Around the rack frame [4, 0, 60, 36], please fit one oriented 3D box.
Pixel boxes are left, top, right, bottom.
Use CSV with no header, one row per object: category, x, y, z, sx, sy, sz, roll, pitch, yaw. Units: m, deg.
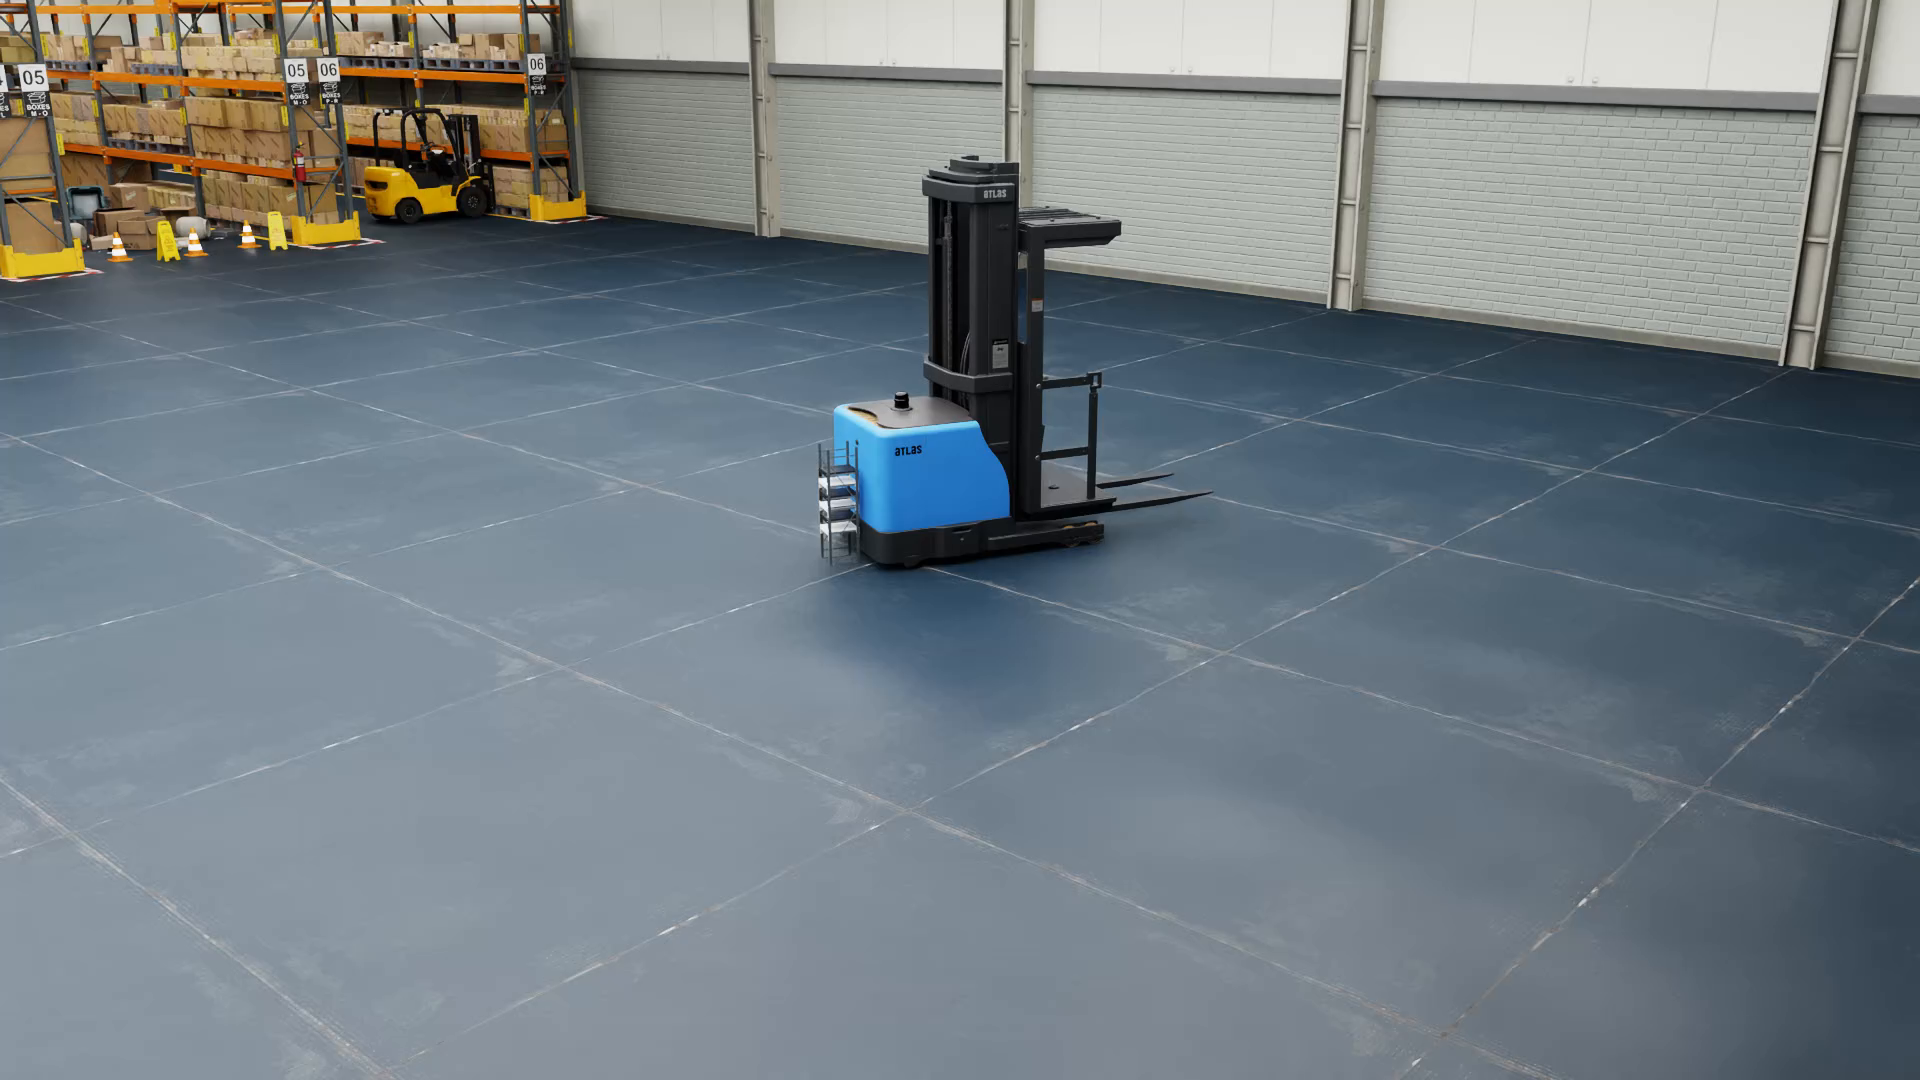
rack frame,-20.401,-12.105,36.377,0.127,3.000,1.000,15,23,39

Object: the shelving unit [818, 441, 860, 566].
shelving unit,-0.908,-0.275,12.490,0.258,0.900,0.210,-7,19,-21

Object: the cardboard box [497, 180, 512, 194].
cardboard box,-9.073,-7.218,33.921,0.500,0.250,0.500,15,23,39

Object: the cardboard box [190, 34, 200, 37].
cardboard box,-18.795,-12.460,41.387,0.500,0.250,0.500,16,24,41

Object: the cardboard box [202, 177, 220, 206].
cardboard box,-14.155,-6.707,31.897,0.500,0.500,0.500,16,24,42

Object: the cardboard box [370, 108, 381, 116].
cardboard box,-12.753,-9.424,36.609,0.250,0.149,0.380,14,23,38

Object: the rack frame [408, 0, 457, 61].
rack frame,-11.125,-11.622,34.857,0.127,3.000,1.000,15,23,39

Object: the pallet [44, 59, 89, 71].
pallet,-18.764,-10.123,35.404,1.213,0.211,1.003,16,24,42

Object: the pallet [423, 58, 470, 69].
pallet,-10.470,-9.985,34.803,1.213,0.211,1.003,15,23,39

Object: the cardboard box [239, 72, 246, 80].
cardboard box,-12.817,-8.418,30.134,0.250,0.149,0.380,14,22,38

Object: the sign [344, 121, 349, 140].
sign,-11.065,-7.371,29.949,0.005,0.325,0.100,15,23,39

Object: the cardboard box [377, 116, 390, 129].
cardboard box,-12.430,-9.176,36.488,0.500,0.250,0.500,16,23,40

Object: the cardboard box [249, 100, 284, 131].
cardboard box,-12.326,-7.658,29.975,0.500,0.500,0.700,15,23,40

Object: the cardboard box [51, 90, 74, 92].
cardboard box,-19.900,-9.737,37.015,0.500,0.500,0.500,16,24,41

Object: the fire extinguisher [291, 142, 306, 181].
fire extinguisher,-11.646,-6.672,29.304,0.183,0.674,0.296,15,23,39

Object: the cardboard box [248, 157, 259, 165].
cardboard box,-12.850,-6.984,30.574,0.250,0.149,0.380,15,23,39

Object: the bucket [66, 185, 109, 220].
bucket,-15.995,-6.157,30.454,0.726,0.611,0.620,-9,10,-27

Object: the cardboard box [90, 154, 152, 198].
cardboard box,-17.870,-7.787,35.508,0.875,0.875,0.875,15,23,39

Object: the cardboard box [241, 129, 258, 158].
cardboard box,-12.758,-7.275,30.419,0.500,0.500,0.500,15,23,39

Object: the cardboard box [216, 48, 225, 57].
cardboard box,-13.388,-8.943,30.470,0.250,0.149,0.380,15,23,38

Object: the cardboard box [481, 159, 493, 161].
cardboard box,-10.240,-7.976,35.482,0.500,0.250,0.500,15,23,38

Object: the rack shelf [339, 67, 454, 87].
rack shelf,-12.621,-10.251,36.685,4.000,0.370,1.077,15,23,39

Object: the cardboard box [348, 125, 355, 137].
cardboard box,-13.575,-9.248,37.541,0.500,0.250,0.500,14,23,38

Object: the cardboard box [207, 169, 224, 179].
cardboard box,-14.101,-6.977,31.677,0.250,0.149,0.380,15,23,40

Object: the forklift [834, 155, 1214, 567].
forklift,0.569,-1.478,12.923,3.031,2.935,1.130,-8,19,-24

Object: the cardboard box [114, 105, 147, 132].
cardboard box,-16.832,-8.586,33.856,0.500,0.500,0.500,17,24,42

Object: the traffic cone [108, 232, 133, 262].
traffic cone,-14.090,-4.914,27.832,0.334,0.463,0.336,15,23,39

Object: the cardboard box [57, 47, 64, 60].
cardboard box,-18.671,-10.205,34.879,0.258,0.266,0.396,14,23,38

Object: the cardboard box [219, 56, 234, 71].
cardboard box,-13.133,-8.683,30.310,0.500,0.250,0.500,15,23,40

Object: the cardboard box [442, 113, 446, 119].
cardboard box,-10.653,-8.899,34.954,0.250,0.149,0.380,15,23,39

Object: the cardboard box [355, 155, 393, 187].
cardboard box,-13.166,-8.377,37.779,0.625,0.625,0.875,16,24,41

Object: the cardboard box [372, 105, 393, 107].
cardboard box,-13.086,-9.777,37.722,0.250,0.149,0.380,14,23,38

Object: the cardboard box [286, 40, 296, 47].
cardboard box,-15.351,-11.469,38.428,0.250,0.149,0.380,14,23,38

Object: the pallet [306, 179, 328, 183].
pallet,-14.650,-8.395,39.216,1.213,0.211,1.003,15,23,39

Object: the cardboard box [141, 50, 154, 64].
cardboard box,-15.706,-9.487,32.642,0.500,0.250,0.500,15,23,40

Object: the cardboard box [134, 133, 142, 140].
cardboard box,-16.502,-8.195,33.696,0.380,0.149,0.250,-17,24,-42

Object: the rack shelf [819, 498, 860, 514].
rack shelf,-0.908,-0.243,12.500,0.258,0.077,0.200,-7,19,-21

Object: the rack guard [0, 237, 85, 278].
rack guard,-14.618,-4.499,26.463,0.348,0.500,1.175,15,23,39

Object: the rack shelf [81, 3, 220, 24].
rack shelf,-15.913,-10.367,32.751,4.000,0.370,1.077,15,23,39

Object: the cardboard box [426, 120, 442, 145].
cardboard box,-10.967,-8.662,35.283,0.500,0.500,0.500,14,22,38

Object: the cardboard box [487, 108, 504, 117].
cardboard box,-9.365,-8.666,33.728,0.250,0.149,0.380,16,23,41

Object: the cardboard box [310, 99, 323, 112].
cardboard box,-15.461,-10.101,39.117,0.637,0.503,0.797,14,23,38

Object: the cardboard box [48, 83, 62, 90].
cardboard box,-20.465,-10.201,37.405,0.250,0.149,0.380,15,23,38

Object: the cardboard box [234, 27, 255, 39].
cardboard box,-17.115,-12.127,39.784,0.258,0.266,0.396,15,23,39

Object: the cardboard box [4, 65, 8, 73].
cardboard box,-14.870,-7.446,26.212,0.250,0.149,0.380,15,23,40

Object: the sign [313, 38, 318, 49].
sign,-14.479,-11.120,37.378,0.005,0.325,0.100,15,23,39

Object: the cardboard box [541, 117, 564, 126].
cardboard box,-8.215,-8.443,33.520,0.250,0.149,0.380,14,23,38

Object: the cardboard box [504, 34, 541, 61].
cardboard box,-8.626,-9.719,32.793,0.500,0.500,0.500,16,24,41

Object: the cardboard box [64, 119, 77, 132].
cardboard box,-18.722,-8.849,35.458,0.500,0.250,0.500,14,23,38

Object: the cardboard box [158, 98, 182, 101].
cardboard box,-15.998,-8.876,33.699,0.250,0.149,0.380,14,22,37

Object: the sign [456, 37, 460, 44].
sign,-10.758,-10.603,35.617,0.005,0.325,0.100,15,23,39

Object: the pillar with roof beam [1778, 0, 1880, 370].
pillar with roof beam,7.037,-5.370,15.156,0.400,9.000,9.100,15,23,39
